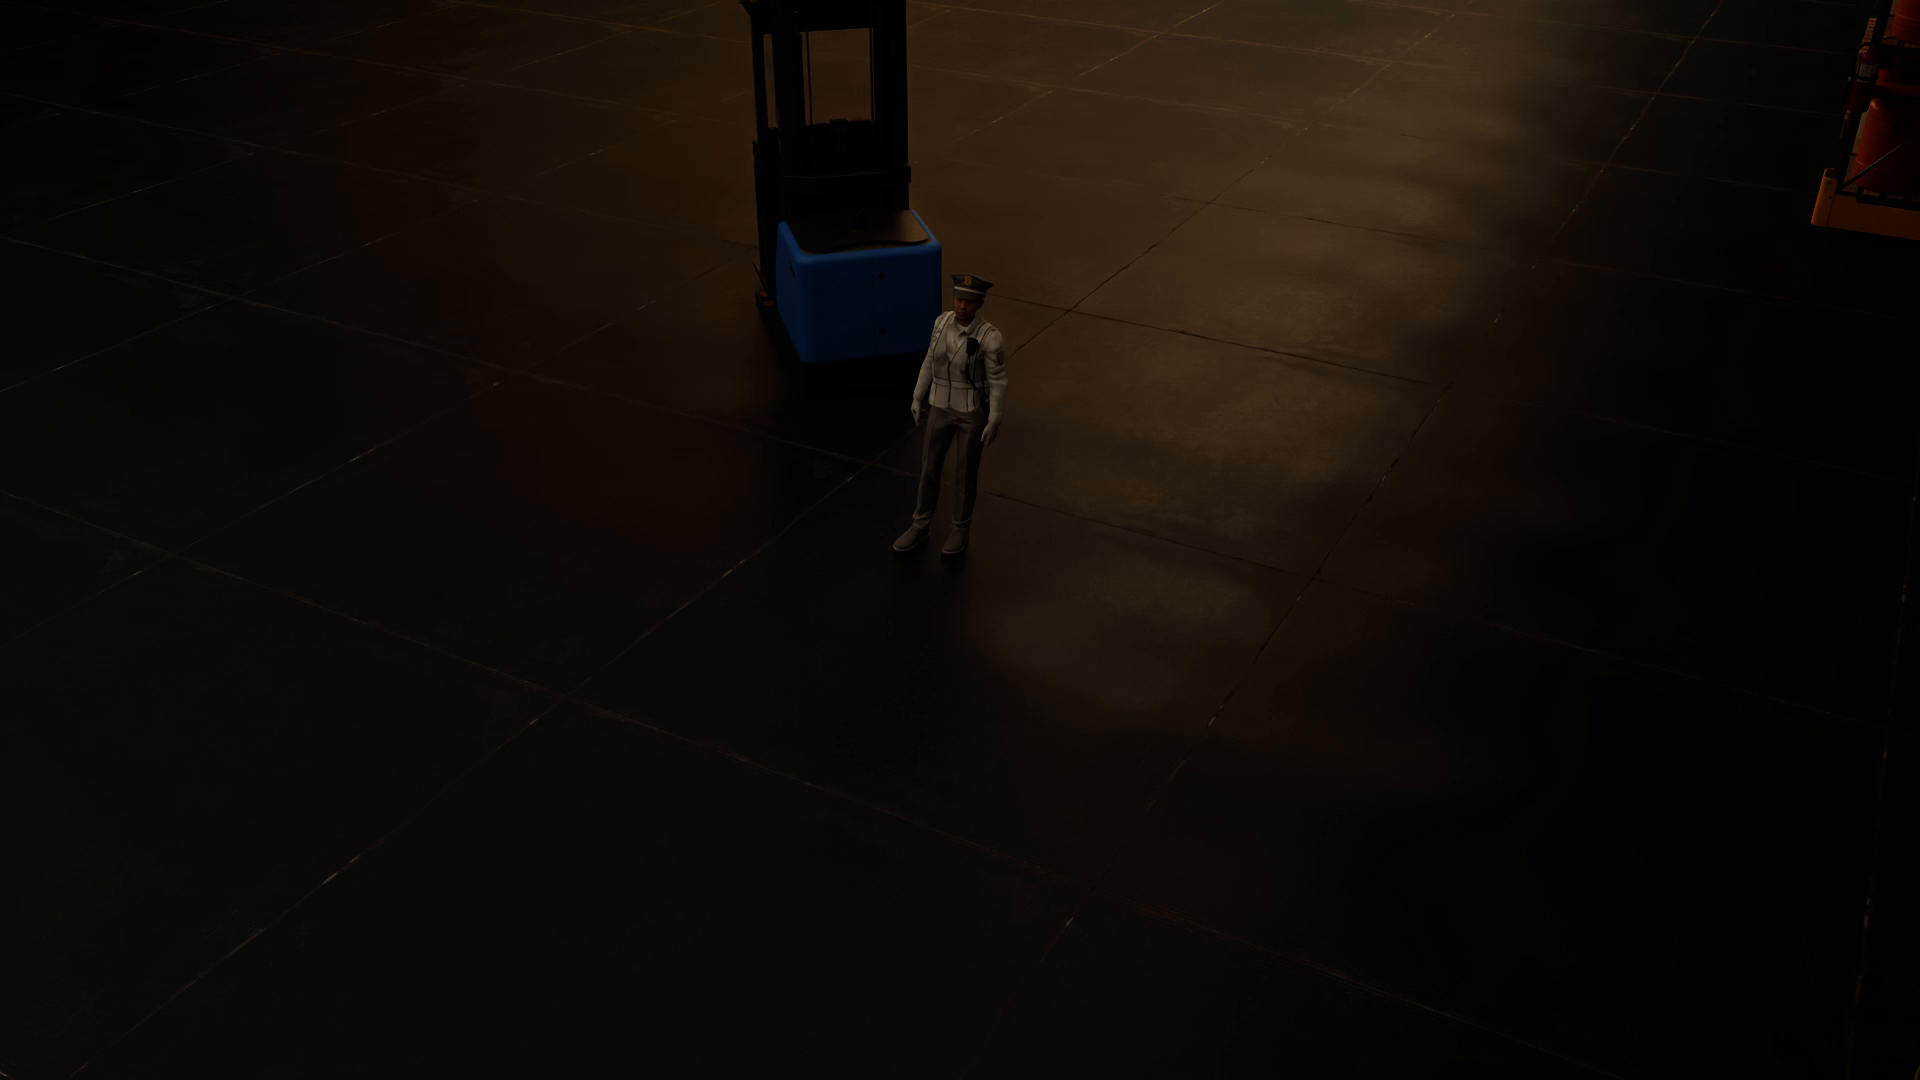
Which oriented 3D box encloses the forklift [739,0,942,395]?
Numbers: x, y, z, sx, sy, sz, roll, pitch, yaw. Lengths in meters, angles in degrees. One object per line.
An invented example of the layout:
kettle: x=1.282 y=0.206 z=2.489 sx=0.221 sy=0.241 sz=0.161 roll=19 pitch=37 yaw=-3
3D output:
forklift: x=-0.983 y=-3.005 z=12.278 sx=1.130 sy=2.935 sz=3.031 roll=-8 pitch=31 yaw=-13

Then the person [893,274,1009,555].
person: x=-0.038 y=-0.712 z=9.528 sx=0.588 sy=1.696 sz=0.533 roll=15 pitch=33 yaw=25
